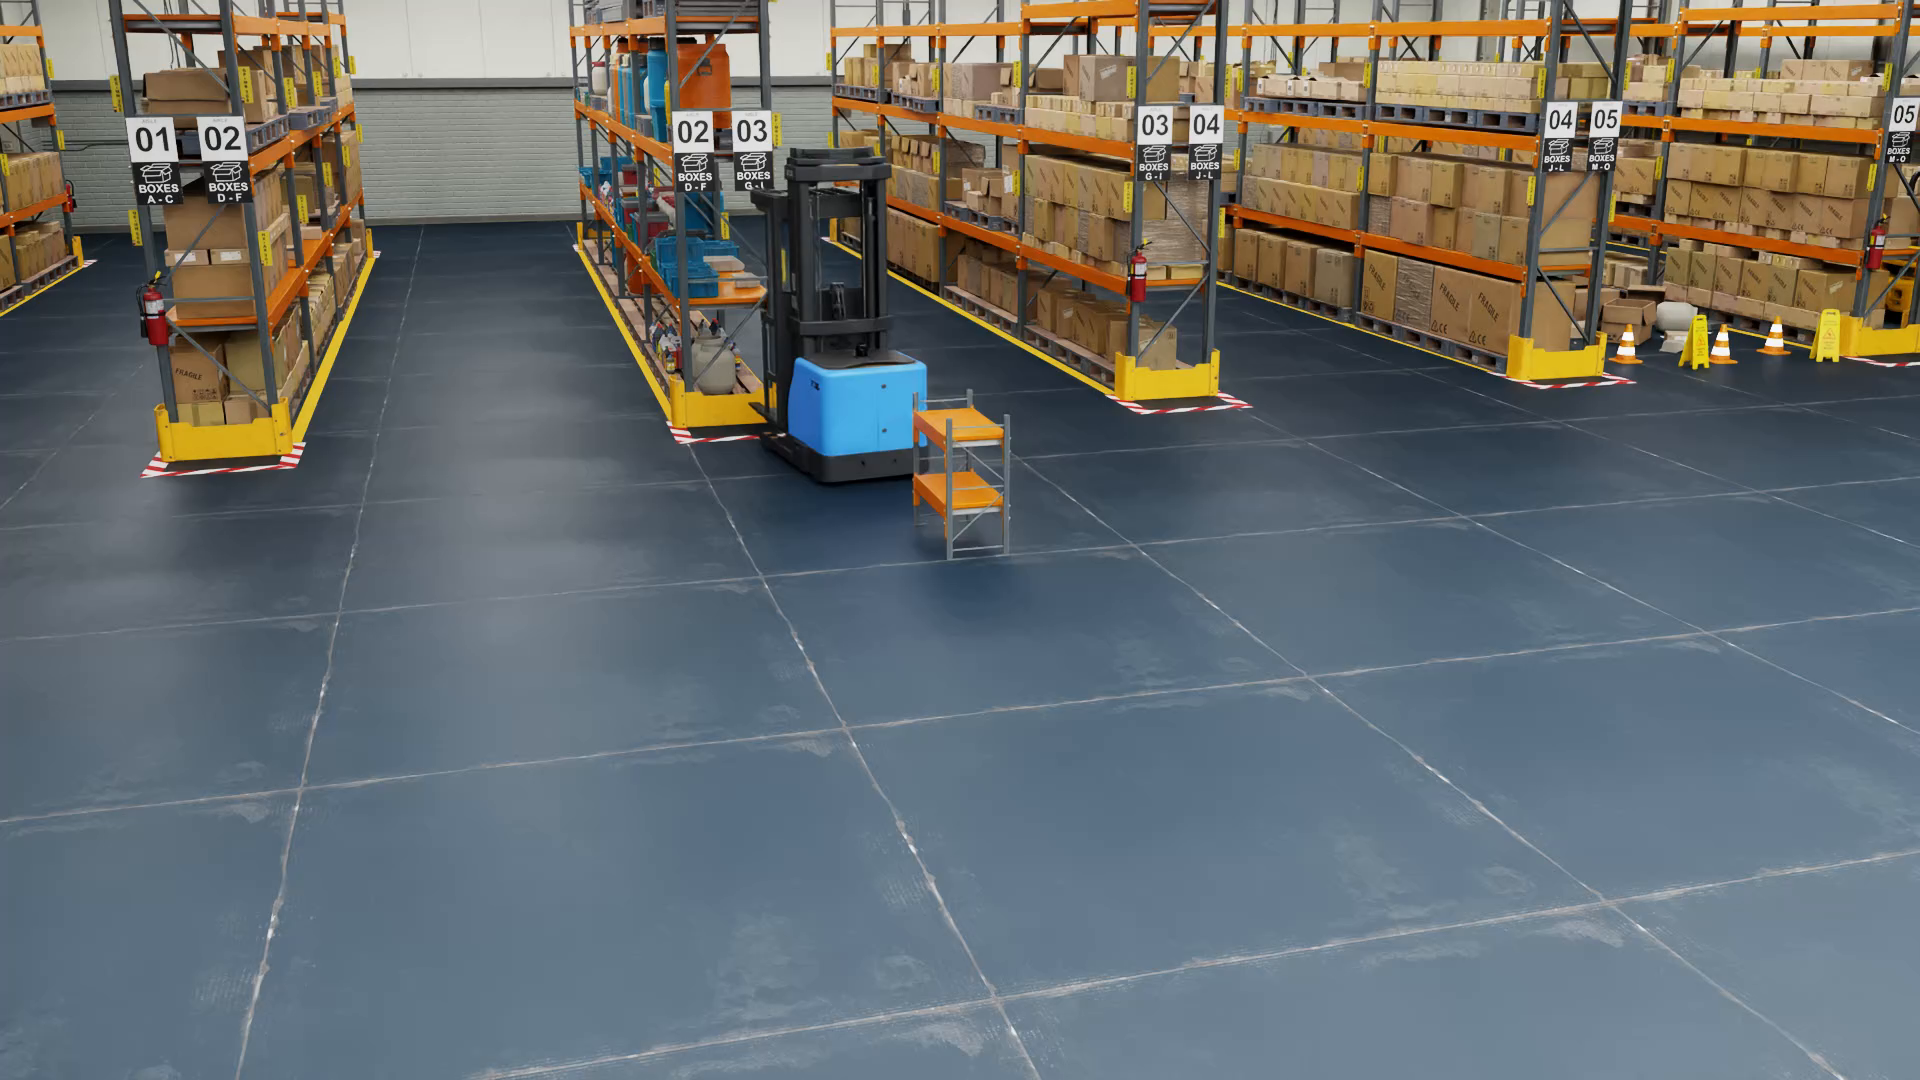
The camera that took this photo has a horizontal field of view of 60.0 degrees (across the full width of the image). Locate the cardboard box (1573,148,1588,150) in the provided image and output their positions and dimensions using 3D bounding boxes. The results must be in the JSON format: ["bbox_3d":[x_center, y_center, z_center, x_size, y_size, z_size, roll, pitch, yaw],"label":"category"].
[{"bbox_3d":[10.245,-6.208,27.484,0.500,0.500,0.500,-5,17,-16],"label":"cardboard box"}]

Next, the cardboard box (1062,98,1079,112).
[{"bbox_3d":[1.458,-5.256,20.090,0.380,0.149,0.250,-5,17,-16],"label":"cardboard box"}]

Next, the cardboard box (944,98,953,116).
[{"bbox_3d":[0.056,-6.493,24.902,0.500,0.250,0.500,-4,17,-14],"label":"cardboard box"}]

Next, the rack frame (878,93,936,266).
[{"bbox_3d":[-0.928,-6.385,29.495,1.000,3.000,0.127,-5,17,-15],"label":"rack frame"}]

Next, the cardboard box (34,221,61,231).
[{"bbox_3d":[-15.816,-5.425,28.785,0.380,0.149,0.250,-5,17,-16],"label":"cardboard box"}]

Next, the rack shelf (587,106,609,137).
[{"bbox_3d":[-5.140,-6.533,26.022,1.077,0.370,4.000,-5,17,-15],"label":"rack shelf"}]

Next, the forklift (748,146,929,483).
[{"bbox_3d":[-1.339,-2.302,16.021,1.130,2.935,3.031,-7,18,-23],"label":"forklift"}]

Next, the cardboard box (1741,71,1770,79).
[{"bbox_3d":[14.093,-8.226,29.458,0.380,0.149,0.250,-4,17,-13],"label":"cardboard box"}]

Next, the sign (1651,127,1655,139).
[{"bbox_3d":[13.905,-8.162,33.396,0.100,0.325,0.005,-5,17,-15],"label":"sign"}]

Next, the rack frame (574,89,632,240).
[{"bbox_3d":[-6.789,-7.100,31.875,1.000,3.000,0.127,-5,17,-15],"label":"rack frame"}]

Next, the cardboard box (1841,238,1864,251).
[{"bbox_3d":[11.590,-3.816,21.377,0.380,0.149,0.250,-4,17,-13],"label":"cardboard box"}]

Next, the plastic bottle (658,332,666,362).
[{"bbox_3d":[-3.500,-2.297,19.725,0.144,0.351,0.185,-5,17,-16],"label":"plastic bottle"}]

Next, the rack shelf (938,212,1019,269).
[{"bbox_3d":[0.721,-4.381,24.073,1.077,0.370,4.000,-5,17,-15],"label":"rack shelf"}]

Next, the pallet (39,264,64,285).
[{"bbox_3d":[-15.688,-4.429,27.831,1.003,0.211,1.213,-5,17,-15],"label":"pallet"}]

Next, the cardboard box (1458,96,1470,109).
[{"bbox_3d":[6.401,-5.412,20.574,0.380,0.149,0.250,-5,17,-15],"label":"cardboard box"}]

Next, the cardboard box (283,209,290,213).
[{"bbox_3d":[-8.733,-3.936,21.168,0.500,0.500,0.500,-5,17,-15],"label":"cardboard box"}]

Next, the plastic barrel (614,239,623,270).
[{"bbox_3d":[-5.362,-4.842,27.275,0.600,0.901,0.708,-5,17,-15],"label":"plastic barrel"}]

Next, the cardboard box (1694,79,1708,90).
[{"bbox_3d":[10.671,-6.471,23.619,0.380,0.149,0.250,-4,17,-14],"label":"cardboard box"}]

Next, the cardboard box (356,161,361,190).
[{"bbox_3d":[-11.022,-6.512,29.743,0.500,0.500,0.500,-5,17,-15],"label":"cardboard box"}]

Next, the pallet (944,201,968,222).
[{"bbox_3d":[0.470,-4.998,25.211,1.213,0.211,1.003,-5,17,-15],"label":"pallet"}]

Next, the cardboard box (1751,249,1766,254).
[{"bbox_3d":[11.361,-3.916,24.022,0.500,0.500,0.500,-4,17,-14],"label":"cardboard box"}]

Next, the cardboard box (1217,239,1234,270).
[{"bbox_3d":[4.536,-4.808,27.860,0.500,0.500,0.500,-5,17,-16],"label":"cardboard box"}]

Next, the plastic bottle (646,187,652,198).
[{"bbox_3d":[-4.929,-5.388,26.260,0.144,0.351,0.185,-5,17,-15],"label":"plastic bottle"}]

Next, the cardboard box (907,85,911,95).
[{"bbox_3d":[-0.663,-7.479,27.629,0.380,0.149,0.250,-5,18,-18],"label":"cardboard box"}]

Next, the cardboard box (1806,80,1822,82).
[{"bbox_3d":[11.614,-6.162,22.589,0.380,0.149,0.250,-4,17,-15],"label":"cardboard box"}]

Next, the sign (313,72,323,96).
[{"bbox_3d":[-8.819,-6.260,22.829,0.100,0.325,0.005,-5,17,-15],"label":"sign"}]

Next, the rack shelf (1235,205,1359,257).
[{"bbox_3d":[5.518,-4.745,25.286,1.077,0.370,4.000,-5,17,-15],"label":"rack shelf"}]

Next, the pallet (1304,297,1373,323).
[{"bbox_3d":[5.783,-3.409,24.433,1.003,0.211,1.213,-5,17,-15],"label":"pallet"}]

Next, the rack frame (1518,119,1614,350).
[{"bbox_3d":[7.167,-3.430,19.657,1.000,3.000,0.127,-5,17,-15],"label":"rack frame"}]

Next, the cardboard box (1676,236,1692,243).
[{"bbox_3d":[13.875,-5.844,31.307,0.500,0.500,0.500,-4,17,-13],"label":"cardboard box"}]

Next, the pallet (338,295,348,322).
[{"bbox_3d":[-9.523,-3.371,24.306,1.003,0.211,1.213,-5,17,-15],"label":"pallet"}]

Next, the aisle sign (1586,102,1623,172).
[{"bbox_3d":[7.475,-4.679,19.297,0.394,0.787,0.004,-5,17,-15],"label":"aisle sign"}]

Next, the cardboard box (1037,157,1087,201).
[{"bbox_3d":[1.289,-4.559,20.986,0.500,0.500,0.500,-5,17,-15],"label":"cardboard box"}]

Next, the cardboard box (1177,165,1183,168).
[{"bbox_3d":[3.967,-6.395,28.717,0.380,0.149,0.250,-5,17,-16],"label":"cardboard box"}]

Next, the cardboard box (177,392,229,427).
[{"bbox_3d":[-7.587,-1.293,16.592,0.500,0.250,0.500,-5,17,-15],"label":"cardboard box"}]

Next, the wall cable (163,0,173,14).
[{"bbox_3d":[-14.925,-11.928,34.139,3.097,2.526,0.112,-5,17,-15],"label":"wall cable"}]

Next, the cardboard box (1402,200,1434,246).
[{"bbox_3d":[6.389,-4.198,21.954,0.875,0.550,0.550,-5,17,-15],"label":"cardboard box"}]

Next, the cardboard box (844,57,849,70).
[{"bbox_3d":[-1.833,-9.086,32.193,0.700,0.500,0.500,-6,18,-19],"label":"cardboard box"}]

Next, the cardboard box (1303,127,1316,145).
[{"bbox_3d":[7.508,-8.504,34.638,0.500,0.500,0.500,-5,17,-17],"label":"cardboard box"}]

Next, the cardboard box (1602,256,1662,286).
[{"bbox_3d":[10.452,-4.242,26.198,0.950,0.372,0.625,-4,17,-12],"label":"cardboard box"}]

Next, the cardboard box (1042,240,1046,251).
[{"bbox_3d":[1.270,-3.763,21.203,0.380,0.149,0.250,-5,17,-15],"label":"cardboard box"}]

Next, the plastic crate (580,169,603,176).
[{"bbox_3d":[-6.857,-6.772,30.970,0.416,0.233,0.300,-5,17,-15],"label":"plastic crate"}]

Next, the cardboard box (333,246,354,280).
[{"bbox_3d":[-9.915,-4.365,26.351,0.500,0.500,0.500,-5,17,-15],"label":"cardboard box"}]

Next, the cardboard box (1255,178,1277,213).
[{"bbox_3d":[4.974,-5.405,26.058,0.500,0.500,0.500,-5,17,-16],"label":"cardboard box"}]

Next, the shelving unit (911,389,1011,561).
[{"bbox_3d":[-0.002,-0.541,13.296,0.538,1.125,1.048,-5,17,-15],"label":"shelving unit"}]

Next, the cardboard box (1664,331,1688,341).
[{"bbox_3d":[9.596,-2.687,22.138,0.380,0.149,0.250,4,17,13],"label":"cardboard box"}]

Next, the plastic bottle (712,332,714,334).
[{"bbox_3d":[-2.987,-2.378,20.110,0.061,0.283,0.133,-5,17,-15],"label":"plastic bottle"}]

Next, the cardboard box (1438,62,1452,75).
[{"bbox_3d":[6.259,-5.935,20.930,0.380,0.149,0.250,-5,17,-16],"label":"cardboard box"}]

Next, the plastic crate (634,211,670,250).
[{"bbox_3d":[-3.919,-3.921,21.181,0.402,0.464,0.583,-5,17,-15],"label":"plastic crate"}]

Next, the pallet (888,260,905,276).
[{"bbox_3d":[-0.643,-4.842,29.206,1.003,0.211,1.213,-5,17,-15],"label":"pallet"}]

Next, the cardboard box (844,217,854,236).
[{"bbox_3d":[-1.774,-6.505,32.855,0.875,0.875,0.875,-5,17,-15],"label":"cardboard box"}]

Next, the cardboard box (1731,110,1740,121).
[{"bbox_3d":[10.935,-5.883,23.045,0.380,0.149,0.250,-5,18,-17],"label":"cardboard box"}]

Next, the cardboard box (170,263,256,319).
[{"bbox_3d":[-7.272,-2.462,16.260,0.700,0.500,0.500,-5,17,-15],"label":"cardboard box"}]

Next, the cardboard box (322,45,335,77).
[{"bbox_3d":[-10.625,-7.847,27.237,0.700,0.500,0.500,-5,17,-15],"label":"cardboard box"}]

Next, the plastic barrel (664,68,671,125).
[{"bbox_3d":[-2.828,-4.708,17.639,0.600,0.588,0.600,0,17,0],"label":"plastic barrel"}]

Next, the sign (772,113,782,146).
[{"bbox_3d":[-1.862,-4.158,16.849,0.100,0.325,0.005,-5,17,-15],"label":"sign"}]

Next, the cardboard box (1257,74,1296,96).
[{"bbox_3d":[4.956,-7.068,25.806,0.500,0.311,0.500,-5,17,-15],"label":"cardboard box"}]
